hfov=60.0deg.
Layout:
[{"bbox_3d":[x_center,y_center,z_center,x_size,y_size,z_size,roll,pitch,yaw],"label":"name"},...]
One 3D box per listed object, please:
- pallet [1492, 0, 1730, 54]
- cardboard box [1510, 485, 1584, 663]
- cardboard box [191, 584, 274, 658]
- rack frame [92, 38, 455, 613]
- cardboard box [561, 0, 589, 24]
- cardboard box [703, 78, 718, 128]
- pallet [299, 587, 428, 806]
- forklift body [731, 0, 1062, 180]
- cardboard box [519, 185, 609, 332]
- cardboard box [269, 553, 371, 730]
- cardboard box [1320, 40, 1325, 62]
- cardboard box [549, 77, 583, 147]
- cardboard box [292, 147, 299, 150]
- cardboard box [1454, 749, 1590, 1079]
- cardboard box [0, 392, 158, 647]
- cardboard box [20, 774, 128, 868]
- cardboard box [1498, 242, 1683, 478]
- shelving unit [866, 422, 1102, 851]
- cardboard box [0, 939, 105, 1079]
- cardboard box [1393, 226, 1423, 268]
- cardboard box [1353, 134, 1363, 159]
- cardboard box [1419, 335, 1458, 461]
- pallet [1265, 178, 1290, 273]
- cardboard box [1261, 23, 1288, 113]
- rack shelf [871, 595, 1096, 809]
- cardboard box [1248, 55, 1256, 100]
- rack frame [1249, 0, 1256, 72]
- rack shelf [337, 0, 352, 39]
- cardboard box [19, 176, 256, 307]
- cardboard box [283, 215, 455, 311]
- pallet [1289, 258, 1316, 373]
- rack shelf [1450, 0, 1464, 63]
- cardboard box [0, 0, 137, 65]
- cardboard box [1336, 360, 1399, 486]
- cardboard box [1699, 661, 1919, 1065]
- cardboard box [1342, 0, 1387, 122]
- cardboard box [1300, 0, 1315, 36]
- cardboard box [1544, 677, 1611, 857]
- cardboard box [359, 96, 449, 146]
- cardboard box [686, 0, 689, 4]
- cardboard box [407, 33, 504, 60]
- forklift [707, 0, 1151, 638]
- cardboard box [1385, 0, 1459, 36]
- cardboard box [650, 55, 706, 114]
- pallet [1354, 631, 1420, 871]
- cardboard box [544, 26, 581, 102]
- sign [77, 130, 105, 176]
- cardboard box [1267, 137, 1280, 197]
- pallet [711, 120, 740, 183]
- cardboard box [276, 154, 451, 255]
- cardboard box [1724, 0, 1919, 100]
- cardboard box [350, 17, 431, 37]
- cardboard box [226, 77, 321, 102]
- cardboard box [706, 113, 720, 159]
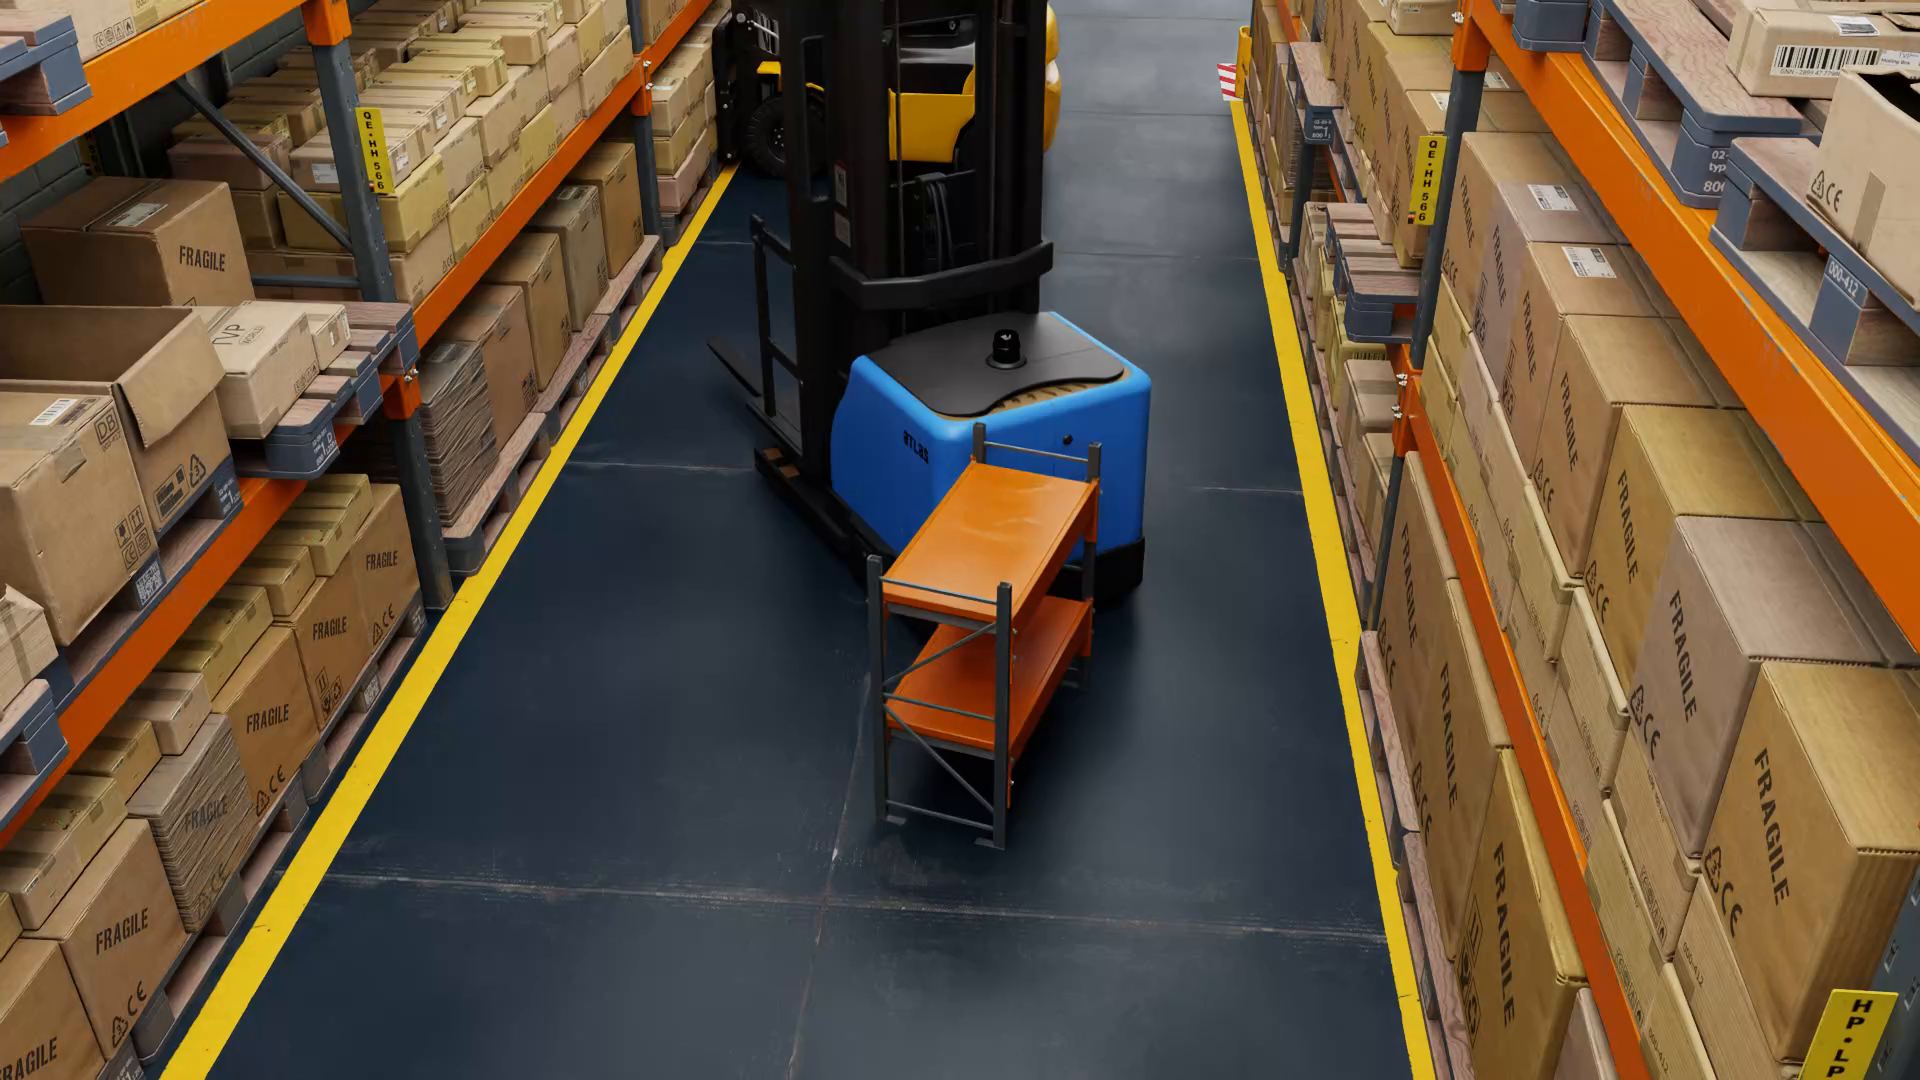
[{"bbox_3d":[2.214,-1.663,4.911,1.213,0.211,1.003,4,32,6],"label":"pallet"},{"bbox_3d":[1.776,0.095,4.403,0.500,0.250,0.500,3,32,5],"label":"cardboard box"},{"bbox_3d":[-2.645,0.279,5.803,0.380,0.149,0.250,3,32,5],"label":"cardboard box"},{"bbox_3d":[-2.734,-1.016,6.539,1.000,3.000,0.127,2,32,4],"label":"rack frame"},{"bbox_3d":[-2.180,-2.833,8.775,0.380,0.149,0.250,2,32,2],"label":"cardboard box"},{"bbox_3d":[-1.970,-3.094,11.655,0.500,0.250,0.500,2,32,4],"label":"cardboard box"},{"bbox_3d":[-2.833,0.560,6.640,1.003,0.211,1.213,2,32,4],"label":"pallet"},{"bbox_3d":[-0.419,-3.768,11.814,2.313,2.155,1.214,2,32,4],"label":"forklift body"},{"bbox_3d":[-2.511,-1.596,9.344,0.875,0.625,0.625,2,32,3],"label":"cardboard box"},{"bbox_3d":[-2.605,0.361,6.287,0.500,0.500,0.500,2,32,3],"label":"cardboard box"},{"bbox_3d":[2.179,-2.693,9.101,0.380,0.149,0.250,3,32,5],"label":"cardboard box"},{"bbox_3d":[-2.295,-2.247,8.680,0.500,0.250,0.500,3,32,4],"label":"cardboard box"},{"bbox_3d":[-2.935,-1.679,7.281,0.500,0.250,0.500,3,32,4],"label":"cardboard box"},{"bbox_3d":[1.924,1.212,4.550,0.875,0.875,0.875,3,32,5],"label":"cardboard box"},{"bbox_3d":[-2.691,-0.070,4.509,0.700,0.500,0.500,2,32,4],"label":"cardboard box"},{"bbox_3d":[-2.722,0.824,4.918,0.380,0.149,0.250,4,32,6],"label":"cardboard box"},{"bbox_3d":[1.841,-0.497,4.648,0.500,0.500,0.500,3,32,5],"label":"cardboard box"},{"bbox_3d":[0.109,0.331,6.141,0.538,1.125,1.048,11,33,17],"label":"shelving unit"},{"bbox_3d":[-2.763,1.439,4.538,0.500,0.500,0.500,2,32,3],"label":"cardboard box"},{"bbox_3d":[1.955,-1.202,6.681,0.380,0.149,0.250,3,32,5],"label":"cardboard box"},{"bbox_3d":[2.053,-1.872,7.768,0.380,0.149,0.250,1,32,2],"label":"cardboard box"},{"bbox_3d":[1.923,-0.496,5.839,0.500,0.250,0.500,2,32,3],"label":"cardboard box"},{"bbox_3d":[2.559,-2.063,10.896,1.003,0.211,1.213,2,32,4],"label":"pallet"},{"bbox_3d":[2.435,-3.358,11.846,0.500,0.500,0.500,3,32,5],"label":"cardboard box"},{"bbox_3d":[0.109,0.539,6.269,0.538,0.278,1.000,11,33,17],"label":"rack shelf"},{"bbox_3d":[2.523,-3.587,12.932,0.500,0.250,0.500,2,32,4],"label":"cardboard box"},{"bbox_3d":[2.865,-4.989,12.986,1.000,3.000,0.127,2,32,4],"label":"rack frame"},{"bbox_3d":[-2.571,-3.032,7.638,1.077,0.370,4.000,2,32,4],"label":"rack shelf"},{"bbox_3d":[-2.932,-0.974,5.977,0.500,0.500,0.500,4,32,6],"label":"cardboard box"},{"bbox_3d":[-2.454,-1.173,6.938,0.500,0.250,0.500,3,32,4],"label":"cardboard box"},{"bbox_3d":[2.477,-1.303,9.663,1.003,0.211,1.213,2,32,4],"label":"pallet"},{"bbox_3d":[2.376,-2.822,7.297,1.077,0.370,4.000,2,32,4],"label":"rack shelf"},{"bbox_3d":[-2.615,-1.425,4.488,0.500,0.250,0.500,2,32,4],"label":"cardboard box"},{"bbox_3d":[2.321,-0.547,7.883,0.950,0.372,0.625,2,32,3],"label":"cardboard box"},{"bbox_3d":[1.674,0.574,2.912,0.500,0.500,0.500,3,32,6],"label":"cardboard box"},{"bbox_3d":[2.090,-2.223,7.719,0.500,0.500,0.500,1,32,2],"label":"cardboard box"},{"bbox_3d":[2.327,-3.309,9.882,0.500,0.500,0.500,2,32,3],"label":"cardboard box"},{"bbox_3d":[1.776,0.575,4.100,0.500,0.250,0.500,2,32,3],"label":"cardboard box"},{"bbox_3d":[-2.399,-1.763,7.039,0.380,0.149,0.250,3,32,5],"label":"cardboard box"},{"bbox_3d":[-2.046,-3.908,11.138,0.500,0.500,0.500,2,32,3],"label":"cardboard box"},{"bbox_3d":[-2.395,-2.304,7.916,0.380,0.149,0.250,2,32,4],"label":"cardboard box"},{"bbox_3d":[-0.357,-1.554,7.477,1.130,2.935,3.031,-16,35,-25],"label":"forklift"},{"bbox_3d":[2.065,-2.297,7.221,0.380,0.149,0.250,1,32,2],"label":"cardboard box"},{"bbox_3d":[-2.005,-3.048,11.104,0.500,0.250,0.500,3,32,4],"label":"cardboard box"},{"bbox_3d":[2.074,0.791,6.266,1.003,0.211,1.213,2,32,4],"label":"pallet"},{"bbox_3d":[-2.276,-2.452,8.536,0.500,0.250,0.500,3,32,5],"label":"cardboard box"},{"bbox_3d":[-3.288,-1.530,6.271,0.100,0.325,0.005,2,32,4],"label":"sign"},{"bbox_3d":[2.353,-2.505,11.176,0.500,0.250,0.500,2,32,3],"label":"cardboard box"},{"bbox_3d":[-2.205,-2.974,12.374,1.003,0.211,1.213,2,32,4],"label":"pallet"},{"bbox_3d":[-2.430,-1.385,6.805,0.500,0.250,0.500,2,32,4],"label":"cardboard box"},{"bbox_3d":[1.892,-1.065,3.583,0.380,0.166,0.250,5,32,8],"label":"cardboard box"},{"bbox_3d":[-2.821,-2.456,8.163,0.380,0.149,0.250,3,32,4],"label":"cardboard box"},{"bbox_3d":[-2.967,-1.919,7.291,0.380,0.149,0.250,2,32,3],"label":"cardboard box"},{"bbox_3d":[-1.987,-2.890,11.800,0.500,0.250,0.500,3,32,5],"label":"cardboard box"}]
